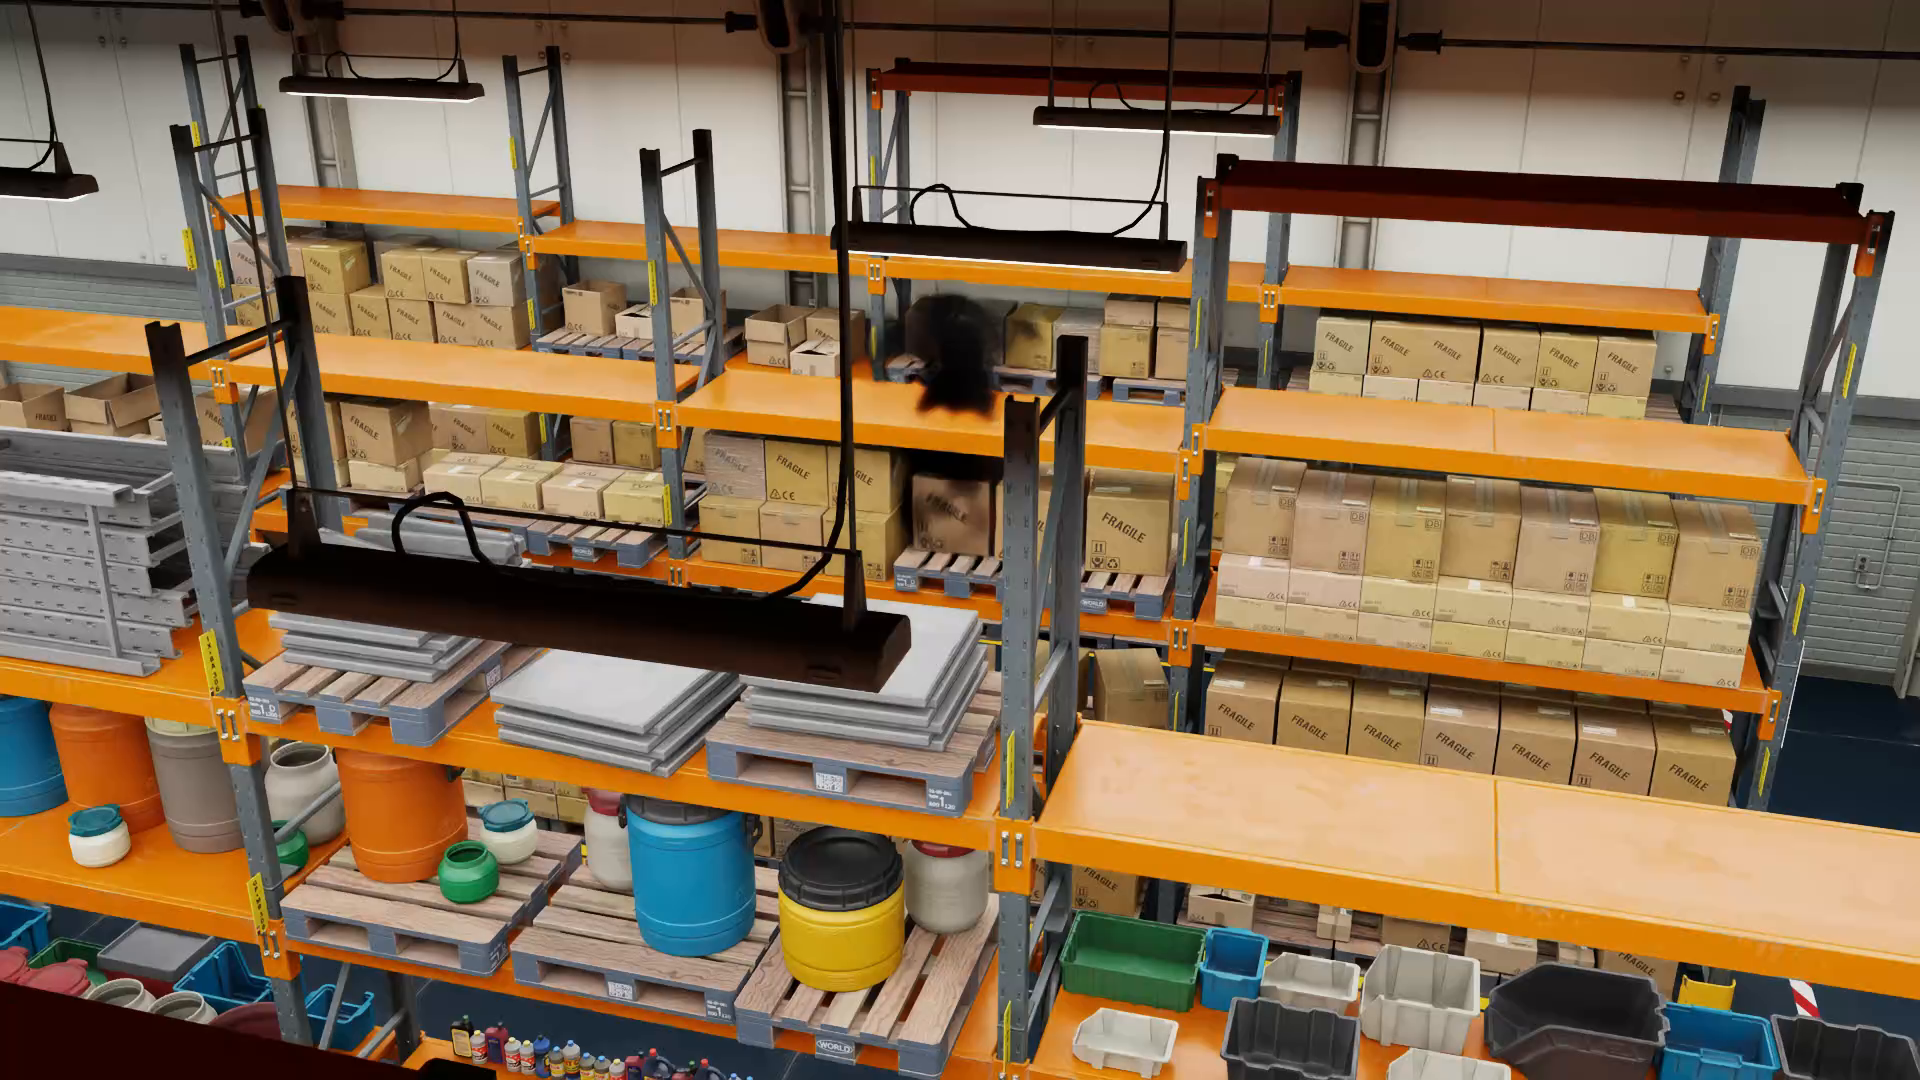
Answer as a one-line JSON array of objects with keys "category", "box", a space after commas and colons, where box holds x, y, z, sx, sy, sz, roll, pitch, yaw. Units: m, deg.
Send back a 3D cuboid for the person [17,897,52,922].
[{"category": "person", "box": [-7.691, 2.333, 12.985, 0.833, 1.789, 0.622, -4, 23, -9]}]
